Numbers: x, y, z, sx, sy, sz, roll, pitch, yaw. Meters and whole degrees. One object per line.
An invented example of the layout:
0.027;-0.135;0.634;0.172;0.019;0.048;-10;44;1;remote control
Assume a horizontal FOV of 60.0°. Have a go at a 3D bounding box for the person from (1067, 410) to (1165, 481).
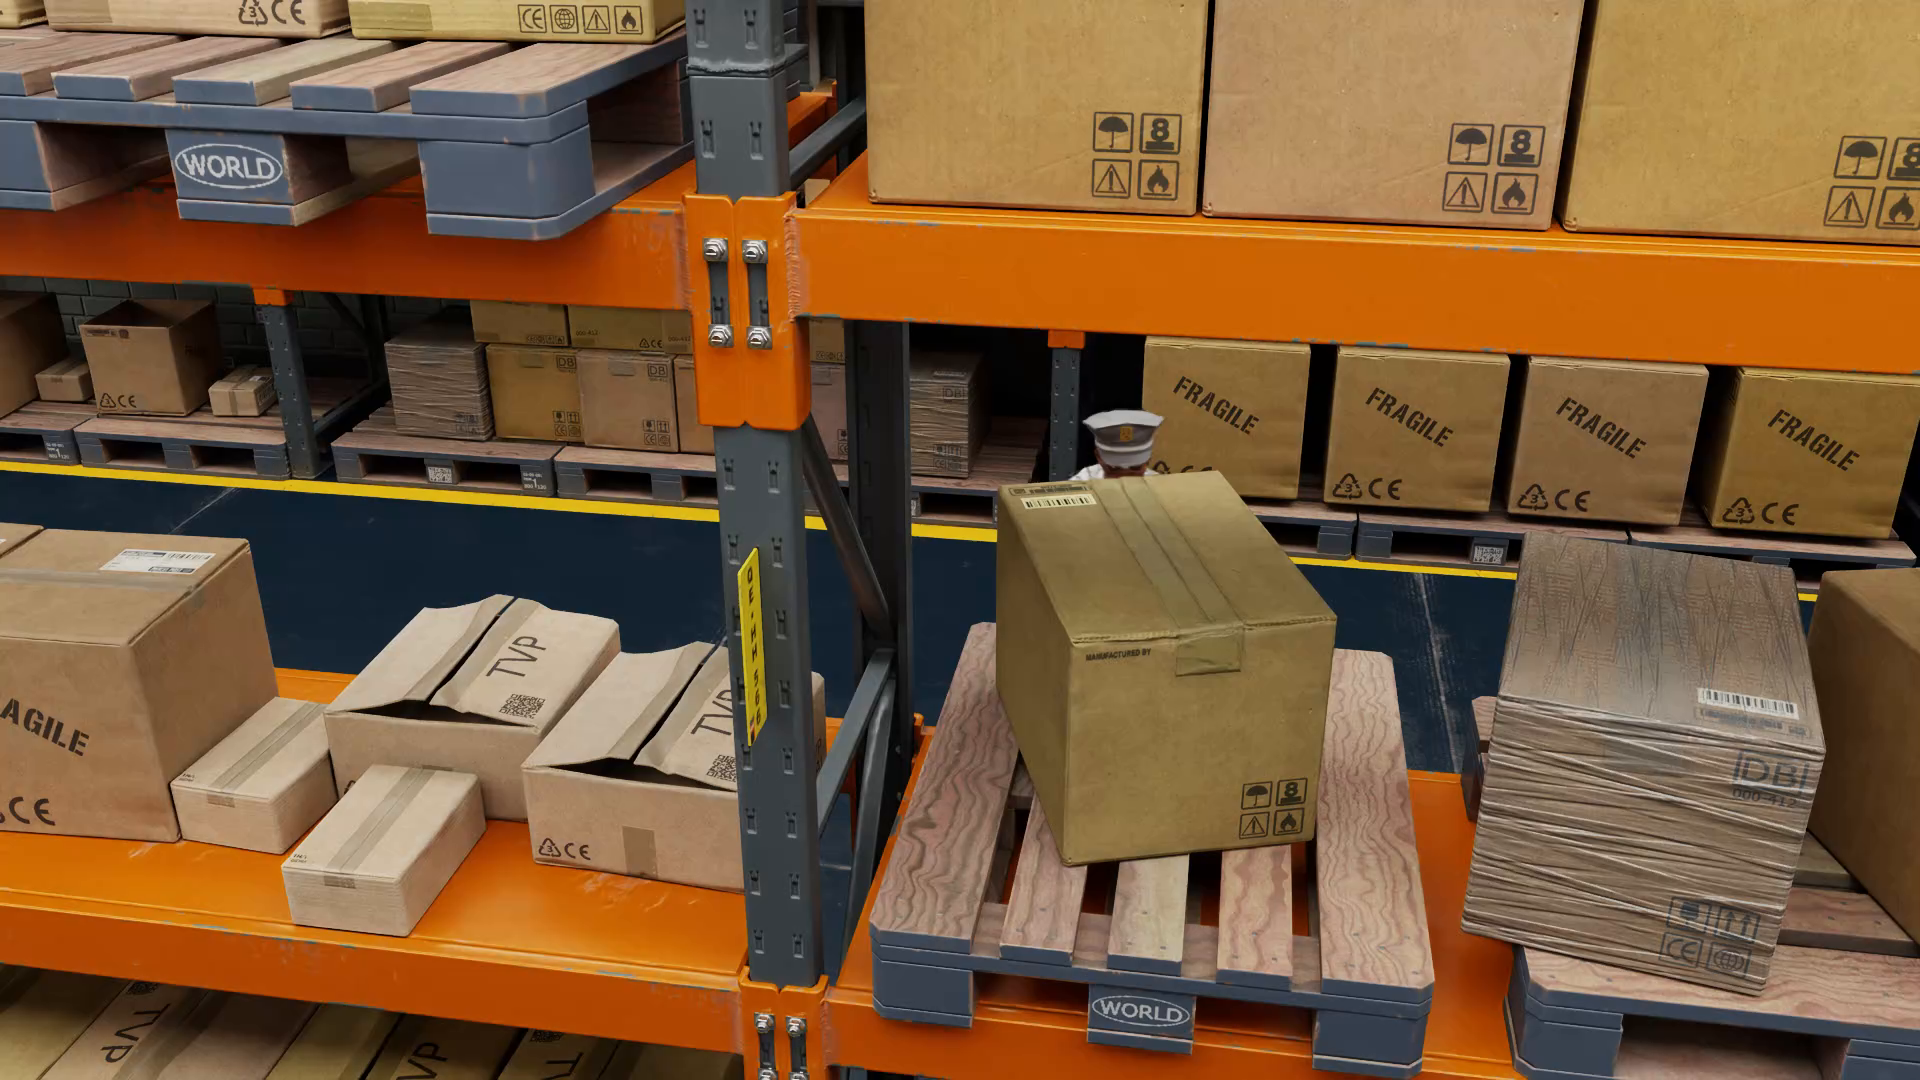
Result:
0.499;0.333;5.428;0.416;1.646;0.553;4;25;8;person
